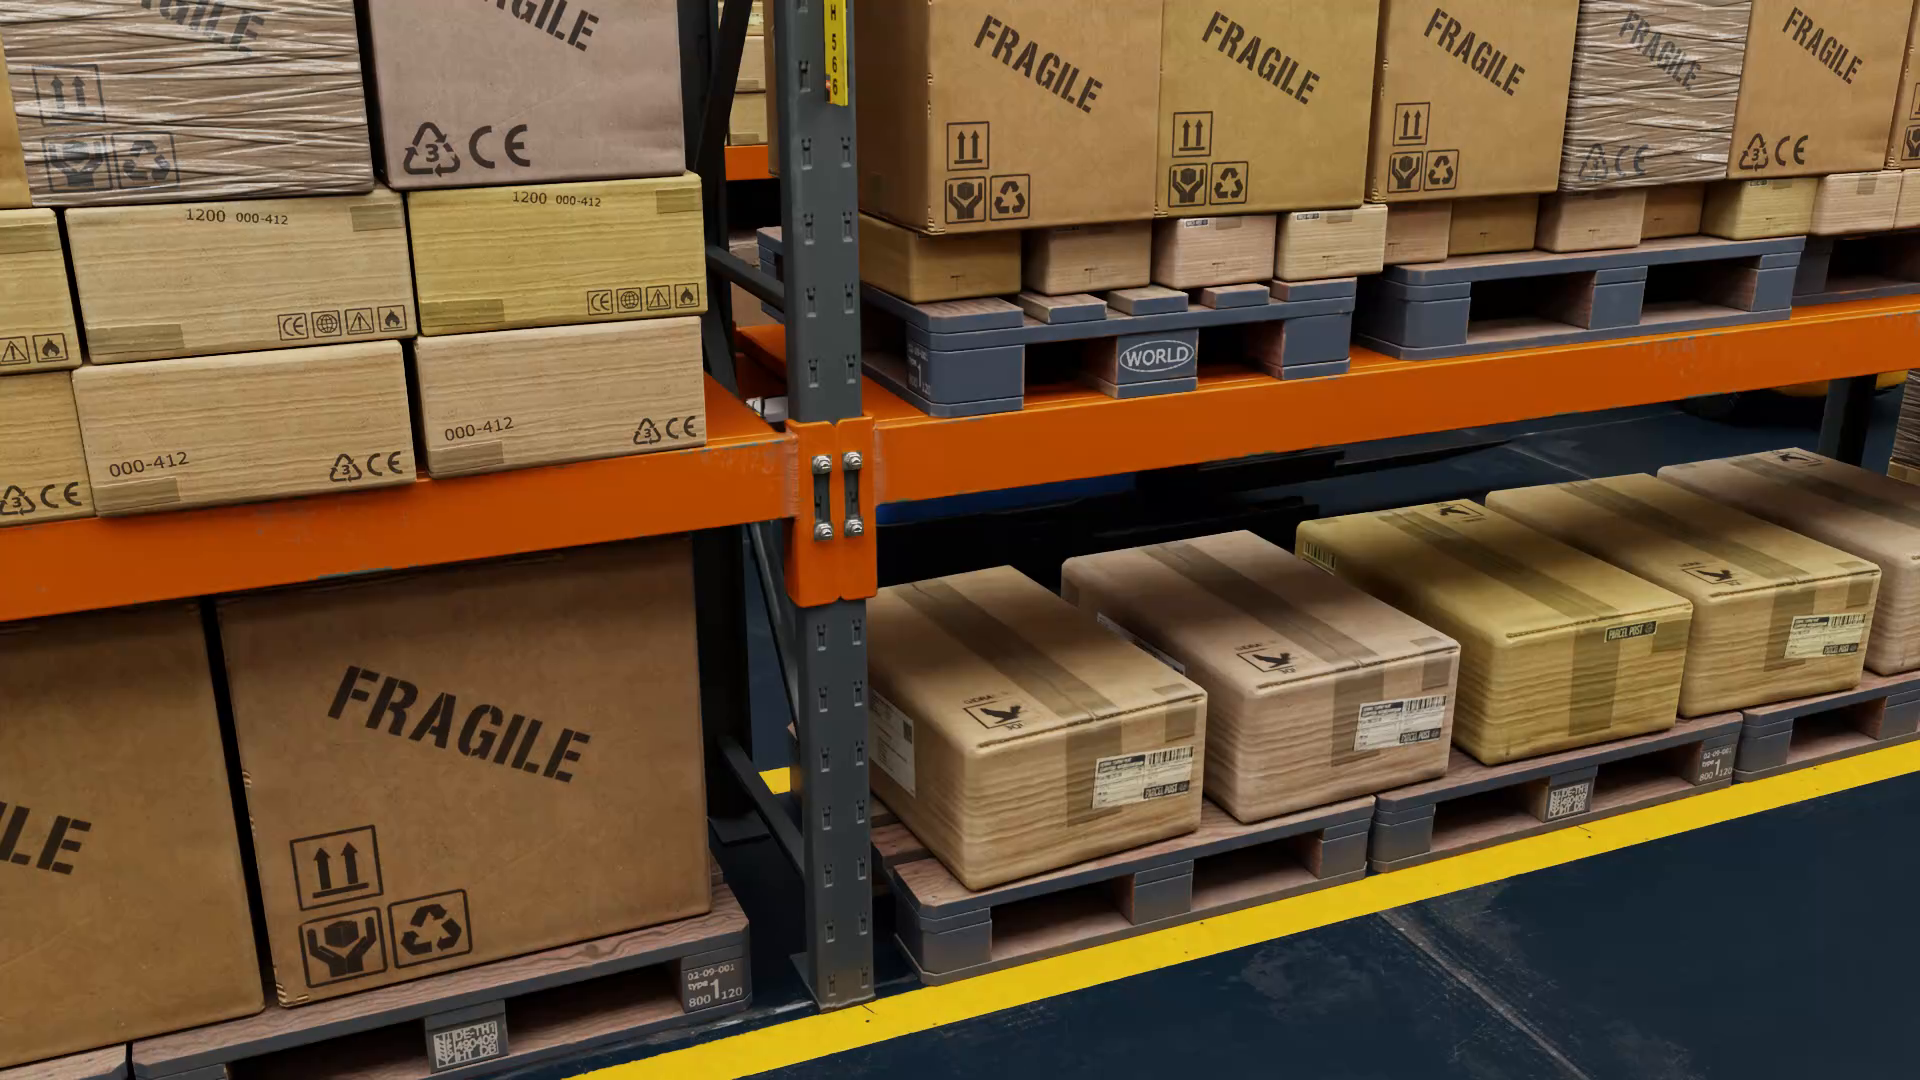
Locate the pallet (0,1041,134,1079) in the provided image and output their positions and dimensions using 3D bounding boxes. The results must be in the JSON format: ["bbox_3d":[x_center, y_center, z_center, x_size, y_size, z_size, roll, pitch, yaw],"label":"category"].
[{"bbox_3d":[-2.313,1.008,3.341,1.213,0.211,1.003,-8,21,-22],"label":"pallet"}]

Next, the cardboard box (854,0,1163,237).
[{"bbox_3d":[0.064,-0.921,3.391,0.500,0.500,0.500,-9,21,-23],"label":"cardboard box"}]

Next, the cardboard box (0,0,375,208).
[{"bbox_3d":[-1.280,-0.848,2.758,0.500,0.500,0.500,-8,21,-21],"label":"cardboard box"}]

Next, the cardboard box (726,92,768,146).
[{"bbox_3d":[-0.972,-2.108,8.218,0.500,0.250,0.500,-9,21,-24],"label":"cardboard box"}]

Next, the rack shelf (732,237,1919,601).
[{"bbox_3d":[1.396,-0.471,4.426,4.000,0.370,1.077,-8,21,-22],"label":"rack shelf"}]

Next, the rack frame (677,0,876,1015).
[{"bbox_3d":[-0.441,-0.547,3.559,0.127,3.000,1.000,-8,21,-22],"label":"rack frame"}]

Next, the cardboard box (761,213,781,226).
[{"bbox_3d":[-0.617,-1.393,8.905,0.625,0.625,0.875,-9,21,-24],"label":"cardboard box"}]

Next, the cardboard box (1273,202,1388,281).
[{"bbox_3d":[0.735,-0.691,3.715,0.250,0.149,0.380,-8,21,-22],"label":"cardboard box"}]

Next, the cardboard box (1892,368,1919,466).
[{"bbox_3d":[3.669,-0.488,5.769,0.500,0.500,0.500,-8,21,-23],"label":"cardboard box"}]

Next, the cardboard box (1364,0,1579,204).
[{"bbox_3d":[1.025,-1.064,3.796,0.500,0.500,0.500,-8,21,-21],"label":"cardboard box"}]

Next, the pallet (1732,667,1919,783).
[{"bbox_3d":[2.518,0.345,5.225,1.213,0.211,1.003,-8,21,-22],"label":"pallet"}]

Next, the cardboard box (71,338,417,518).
[{"bbox_3d":[-1.265,-0.259,2.966,0.500,0.250,0.500,-8,21,-21],"label":"cardboard box"}]

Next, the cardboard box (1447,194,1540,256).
[{"bbox_3d":[1.169,-0.796,4.012,0.250,0.149,0.380,-7,21,-20],"label":"cardboard box"}]

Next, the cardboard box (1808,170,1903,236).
[{"bbox_3d":[2.165,-0.892,4.285,0.250,0.149,0.380,-8,21,-21],"label":"cardboard box"}]

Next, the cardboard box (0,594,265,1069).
[{"bbox_3d":[-1.928,0.439,3.327,0.875,0.875,0.875,-8,21,-21],"label":"cardboard box"}]

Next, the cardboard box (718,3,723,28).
[{"bbox_3d":[-1.295,-2.481,7.924,0.250,0.149,0.380,-8,21,-21],"label":"cardboard box"}]

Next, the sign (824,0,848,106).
[{"bbox_3d":[-0.218,-0.924,2.887,0.005,0.325,0.100,-8,21,-22],"label":"sign"}]

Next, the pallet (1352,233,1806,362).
[{"bbox_3d":[1.361,-0.729,4.366,1.213,0.211,1.003,-8,21,-22],"label":"pallet"}]

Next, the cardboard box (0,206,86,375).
[{"bbox_3d":[-1.716,-0.429,2.696,0.500,0.250,0.500,-9,21,-23],"label":"cardboard box"}]

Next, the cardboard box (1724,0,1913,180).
[{"bbox_3d":[1.968,-1.196,4.173,0.500,0.500,0.500,-7,21,-20],"label":"cardboard box"}]

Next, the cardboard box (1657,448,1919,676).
[{"bbox_3d":[2.752,0.038,5.222,0.625,0.372,0.950,-8,21,-21],"label":"cardboard box"}]

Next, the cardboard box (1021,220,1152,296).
[{"bbox_3d":[0.204,-0.640,3.568,0.250,0.149,0.380,-10,22,-25],"label":"cardboard box"}]

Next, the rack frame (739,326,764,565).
[{"bbox_3d":[-0.746,-0.312,6.052,0.006,0.900,0.240,-9,21,-23],"label":"rack frame"}]

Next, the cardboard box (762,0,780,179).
[{"bbox_3d":[-0.133,-1.077,3.834,0.500,0.500,0.500,-9,21,-23],"label":"cardboard box"}]

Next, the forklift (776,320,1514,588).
[{"bbox_3d":[0.843,-1.493,6.349,3.031,2.935,1.130,-9,21,-23],"label":"forklift"}]

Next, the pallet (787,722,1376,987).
[{"bbox_3d":[0.278,0.666,4.313,1.213,0.211,1.003,-8,21,-22],"label":"pallet"}]

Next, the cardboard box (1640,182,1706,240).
[{"bbox_3d":[1.644,-0.868,4.216,0.250,0.149,0.380,-9,21,-24],"label":"cardboard box"}]

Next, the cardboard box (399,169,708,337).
[{"bbox_3d":[-0.785,-0.571,3.100,0.500,0.250,0.500,-8,21,-22],"label":"cardboard box"}]

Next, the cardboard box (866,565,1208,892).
[{"bbox_3d":[0.082,0.423,4.128,0.625,0.372,0.950,-10,22,-26],"label":"cardboard box"}]

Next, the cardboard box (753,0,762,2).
[{"bbox_3d":[-1.069,-2.724,8.616,0.250,0.149,0.380,-9,21,-23],"label":"cardboard box"}]

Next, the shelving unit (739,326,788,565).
[{"bbox_3d":[-0.653,-0.326,6.092,0.210,0.900,0.258,-9,21,-23],"label":"shelving unit"}]

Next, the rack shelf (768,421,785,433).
[{"bbox_3d":[-0.653,-0.379,6.073,0.200,0.077,0.258,-9,21,-23],"label":"rack shelf"}]

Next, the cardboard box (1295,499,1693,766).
[{"bbox_3d":[1.455,0.226,4.689,0.625,0.372,0.950,-7,21,-20],"label":"cardboard box"}]
